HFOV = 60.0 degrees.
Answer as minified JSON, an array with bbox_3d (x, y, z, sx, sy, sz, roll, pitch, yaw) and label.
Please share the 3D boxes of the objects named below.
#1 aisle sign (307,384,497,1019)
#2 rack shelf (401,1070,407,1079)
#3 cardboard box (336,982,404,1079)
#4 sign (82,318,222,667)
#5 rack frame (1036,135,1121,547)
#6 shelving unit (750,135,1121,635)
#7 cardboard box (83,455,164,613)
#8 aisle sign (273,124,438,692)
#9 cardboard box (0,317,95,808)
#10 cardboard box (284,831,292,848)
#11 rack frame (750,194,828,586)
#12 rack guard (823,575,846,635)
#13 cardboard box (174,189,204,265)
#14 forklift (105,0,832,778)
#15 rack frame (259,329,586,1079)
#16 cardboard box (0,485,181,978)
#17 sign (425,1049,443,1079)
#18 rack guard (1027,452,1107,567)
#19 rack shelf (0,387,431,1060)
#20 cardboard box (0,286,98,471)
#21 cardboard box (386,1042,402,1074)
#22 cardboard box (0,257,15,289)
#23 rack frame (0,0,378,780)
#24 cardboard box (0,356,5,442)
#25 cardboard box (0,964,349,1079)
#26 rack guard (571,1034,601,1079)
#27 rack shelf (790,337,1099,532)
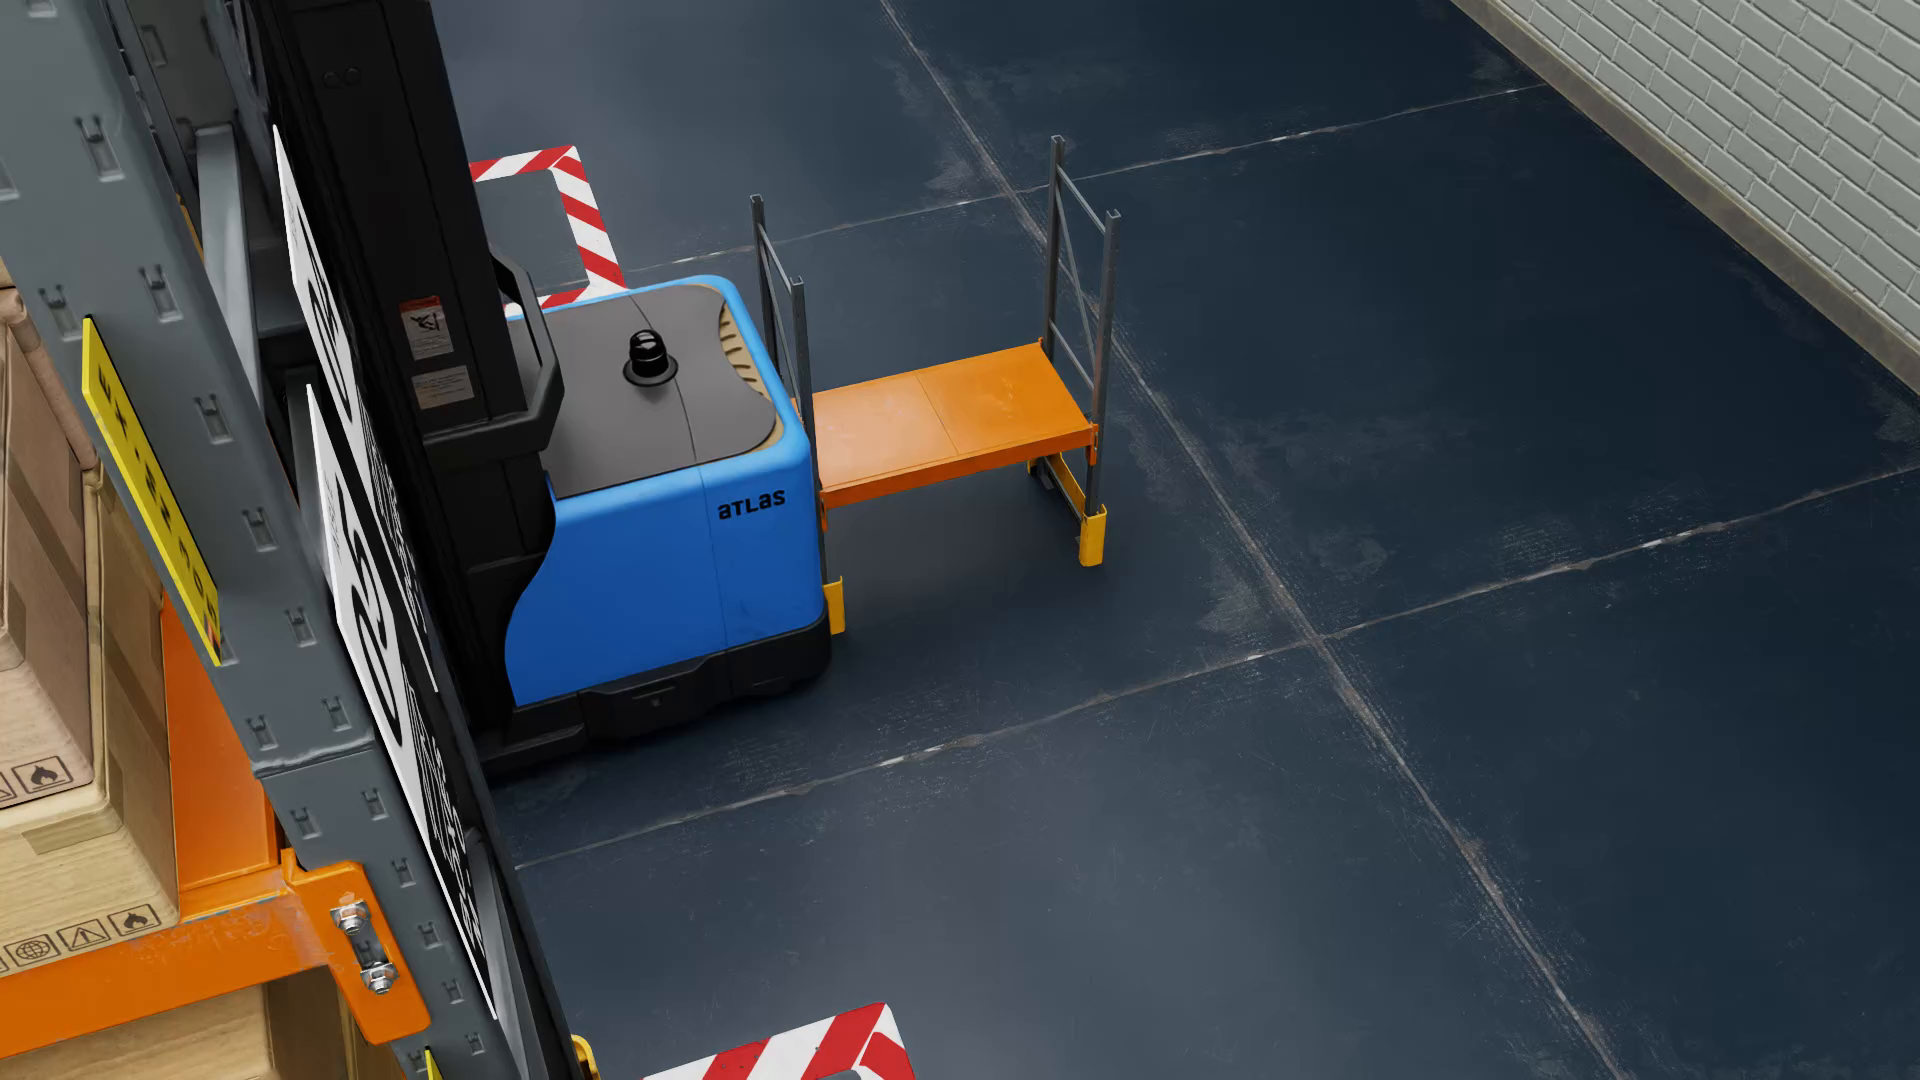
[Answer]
[{"bbox_3d":[-0.686,0.229,2.068,0.004,0.787,0.394,-14,47,-14],"label":"aisle sign"},{"bbox_3d":[-2.737,1.700,2.946,4.000,0.370,1.077,-14,47,-14],"label":"rack shelf"},{"bbox_3d":[-1.191,1.104,2.751,0.500,0.500,0.500,-13,47,-13],"label":"cardboard box"},{"bbox_3d":[-0.687,-0.032,1.421,0.005,0.325,0.100,-14,47,-14],"label":"sign"},{"bbox_3d":[0.398,-0.631,5.820,0.032,1.500,0.500,-14,47,-14],"label":"rack frame"},{"bbox_3d":[-0.072,-0.511,5.701,1.083,1.500,0.587,-14,47,-14],"label":"shelving unit"},{"bbox_3d":[-1.365,-0.103,2.223,0.500,0.250,0.500,-13,46,-12],"label":"cardboard box"},{"bbox_3d":[-0.889,-0.170,2.466,0.004,0.787,0.394,-14,47,-14],"label":"aisle sign"},{"bbox_3d":[-1.203,0.063,1.705,0.500,0.250,0.500,-16,47,-15],"label":"cardboard box"},{"bbox_3d":[-1.369,0.403,2.744,0.500,0.500,0.500,-15,47,-14],"label":"cardboard box"},{"bbox_3d":[-0.558,-0.387,5.576,0.032,1.500,0.500,-14,47,-14],"label":"rack frame"},{"bbox_3d":[-0.540,0.050,6.024,0.087,0.250,0.587,-14,47,-14],"label":"rack guard"},{"bbox_3d":[-3.020,-1.555,6.885,0.875,0.875,0.875,-14,47,-14],"label":"cardboard box"},{"bbox_3d":[-2.014,-0.507,4.686,3.031,2.935,1.130,-15,47,-15],"label":"forklift"},{"bbox_3d":[-0.856,0.965,3.171,0.127,3.000,1.000,-14,47,-14],"label":"rack frame"},{"bbox_3d":[-1.194,0.245,1.877,0.500,0.250,0.500,-15,47,-15],"label":"cardboard box"},{"bbox_3d":[-0.687,0.819,2.275,0.005,0.325,0.100,-14,47,-14],"label":"sign"},{"bbox_3d":[0.397,-0.190,6.263,0.087,0.250,0.587,-14,47,-14],"label":"rack guard"},{"bbox_3d":[-2.737,0.641,1.884,4.000,0.370,1.077,-14,47,-14],"label":"rack shelf"},{"bbox_3d":[-1.367,-0.283,2.049,0.500,0.250,0.500,-14,47,-13],"label":"cardboard box"},{"bbox_3d":[-1.372,0.748,3.106,0.500,0.500,0.500,-12,46,-12],"label":"cardboard box"},{"bbox_3d":[-1.238,-0.432,1.917,0.250,0.149,0.380,-15,47,-14],"label":"cardboard box"},{"bbox_3d":[-0.856,-1.153,1.046,0.127,3.000,1.000,-14,47,-14],"label":"rack frame"},{"bbox_3d":[-1.069,-0.083,1.568,0.250,0.149,0.380,-15,47,-14],"label":"cardboard box"},{"bbox_3d":[-1.202,0.747,2.401,0.500,0.500,0.500,-15,47,-15],"label":"cardboard box"},{"bbox_3d":[-0.928,1.865,4.038,0.348,0.500,1.175,-14,47,-14],"label":"rack guard"},{"bbox_3d":[-0.080,-0.382,5.826,1.000,0.185,0.538,-14,47,-14],"label":"rack shelf"}]
